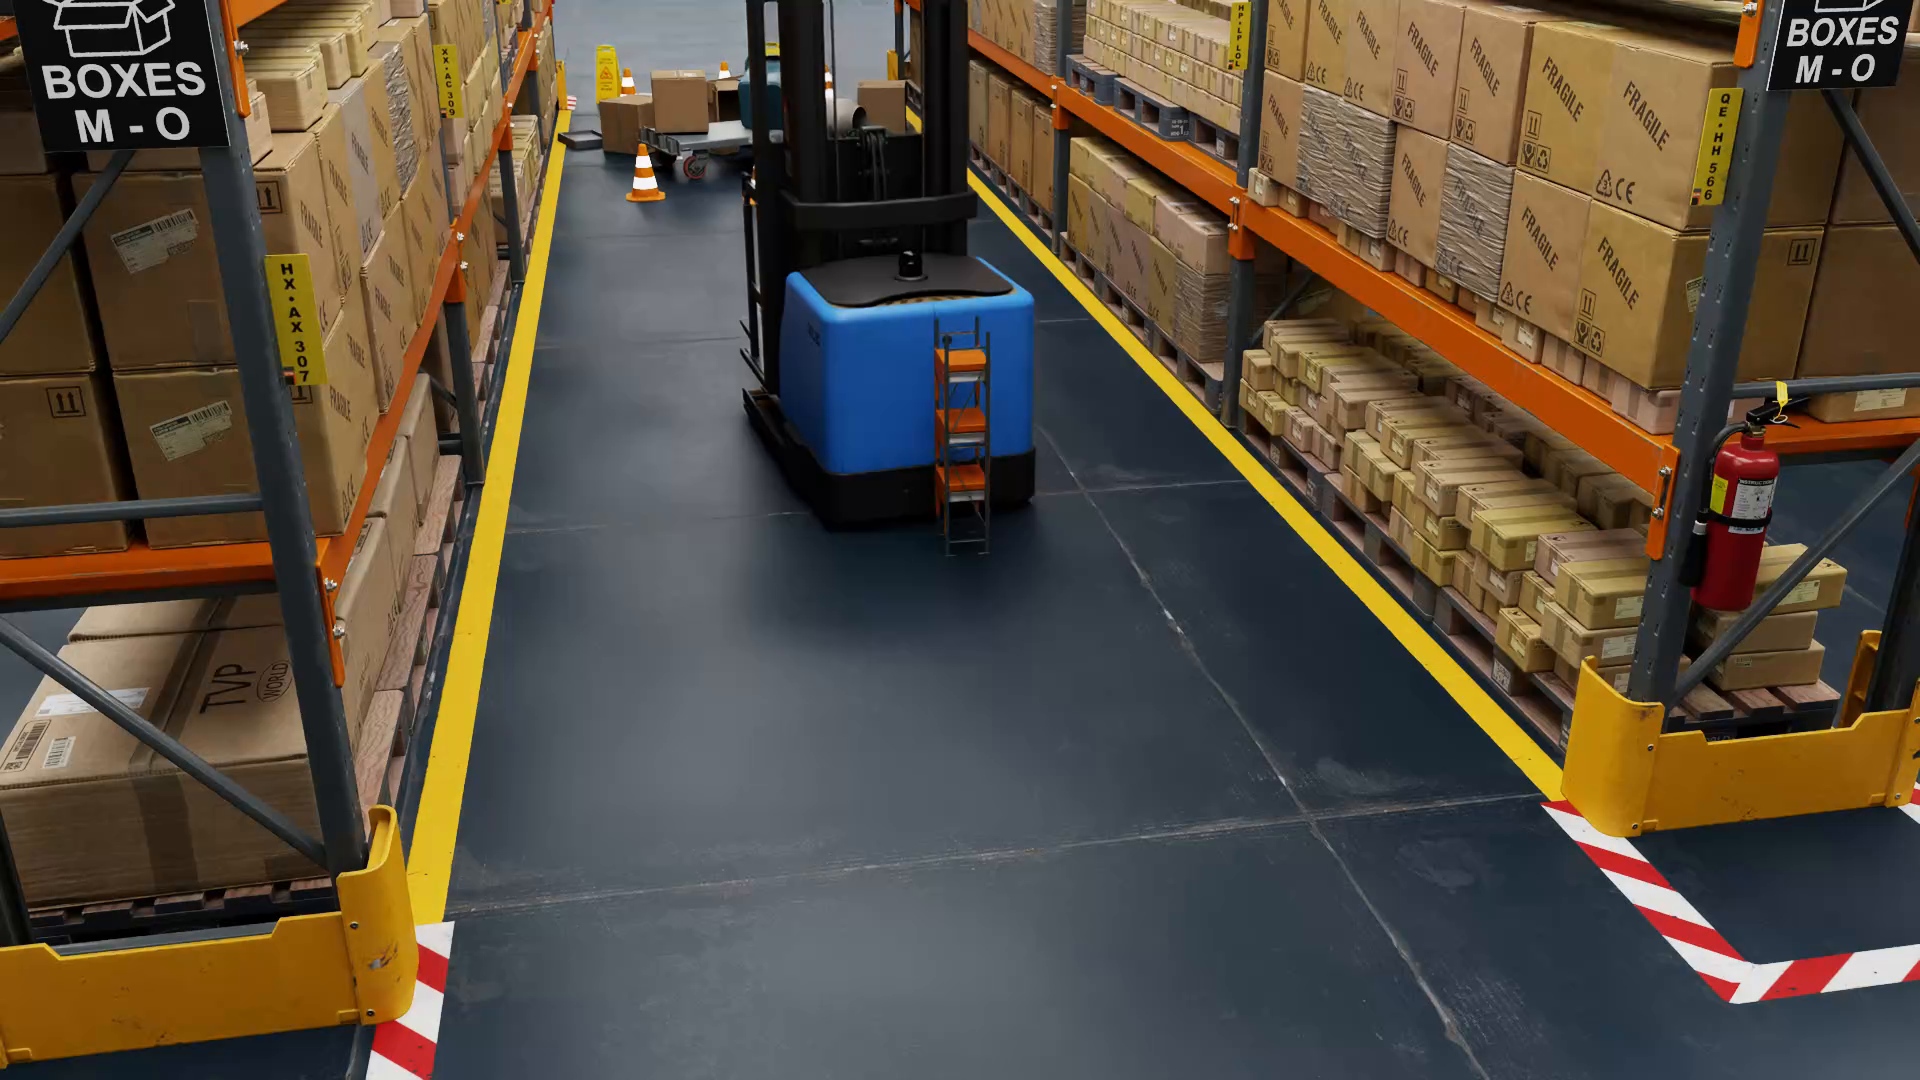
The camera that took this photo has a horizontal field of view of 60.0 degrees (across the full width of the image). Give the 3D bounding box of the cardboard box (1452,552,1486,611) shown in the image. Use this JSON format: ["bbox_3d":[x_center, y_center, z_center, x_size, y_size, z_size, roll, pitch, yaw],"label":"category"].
[{"bbox_3d":[2.215,0.155,6.684,0.380,0.149,0.250,-4,24,-9],"label":"cardboard box"}]

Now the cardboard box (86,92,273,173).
[{"bbox_3d":[-1.952,-1.022,4.158,0.380,0.149,0.250,-4,24,-9],"label":"cardboard box"}]

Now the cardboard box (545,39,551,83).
[{"bbox_3d":[-4.527,-4.930,17.265,0.500,0.500,0.500,-5,24,-11],"label":"cardboard box"}]

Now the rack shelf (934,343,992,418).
[{"bbox_3d":[0.010,-0.710,7.382,0.215,0.259,0.240,-4,24,-10],"label":"rack shelf"}]

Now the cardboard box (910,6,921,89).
[{"bbox_3d":[-0.081,-5.717,19.223,0.875,0.875,0.875,-4,24,-9],"label":"cardboard box"}]

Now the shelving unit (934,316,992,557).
[{"bbox_3d":[0.010,-0.460,7.492,0.215,1.050,0.252,-4,24,-10],"label":"shelving unit"}]

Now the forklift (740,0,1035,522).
[{"bbox_3d":[-0.577,-1.990,8.644,1.130,2.935,3.031,-7,25,-16],"label":"forklift"}]

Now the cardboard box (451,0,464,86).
[{"bbox_3d":[-2.818,-2.531,8.423,0.500,0.500,0.500,-4,24,-10],"label":"cardboard box"}]

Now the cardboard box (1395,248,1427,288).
[{"bbox_3d":[2.065,-1.173,7.002,0.380,0.149,0.250,-3,24,-8],"label":"cardboard box"}]

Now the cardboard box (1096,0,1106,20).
[{"bbox_3d":[1.155,-3.662,11.433,0.380,0.149,0.250,-5,24,-11],"label":"cardboard box"}]

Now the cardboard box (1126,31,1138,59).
[{"bbox_3d":[1.297,-3.214,10.778,0.380,0.149,0.250,-4,24,-10],"label":"cardboard box"}]

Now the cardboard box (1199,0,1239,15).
[{"bbox_3d":[1.842,-3.603,11.297,0.380,0.149,0.250,-4,24,-8],"label":"cardboard box"}]

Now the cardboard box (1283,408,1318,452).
[{"bbox_3d":[1.846,-0.561,8.323,0.380,0.149,0.250,-4,24,-10],"label":"cardboard box"}]

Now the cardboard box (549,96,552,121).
[{"bbox_3d":[-4.432,-4.383,16.949,0.500,0.250,0.500,-5,24,-10],"label":"cardboard box"}]

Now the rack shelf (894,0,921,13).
[{"bbox_3d":[0.099,-5.644,17.824,1.077,0.370,4.000,-4,24,-10],"label":"rack shelf"}]

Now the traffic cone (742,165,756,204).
[{"bbox_3d":[-1.736,-3.194,14.486,0.336,0.463,0.334,-4,24,-10],"label":"traffic cone"}]

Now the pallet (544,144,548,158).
[{"bbox_3d":[-4.537,-3.765,16.106,1.003,0.211,1.213,-4,24,-10],"label":"pallet"}]

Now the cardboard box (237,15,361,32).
[{"bbox_3d":[-2.294,-1.735,5.790,0.380,0.149,0.250,-4,24,-10],"label":"cardboard box"}]

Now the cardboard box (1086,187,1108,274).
[{"bbox_3d":[1.184,-2.166,11.560,0.500,0.500,0.500,-4,24,-9],"label":"cardboard box"}]

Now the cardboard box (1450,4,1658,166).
[{"bbox_3d":[2.160,-1.672,6.085,0.500,0.500,0.500,-3,24,-7],"label":"cardboard box"}]

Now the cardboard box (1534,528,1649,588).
[{"bbox_3d":[2.350,0.082,6.109,0.380,0.149,0.250,-4,24,-9],"label":"cardboard box"}]

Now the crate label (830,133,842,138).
[{"bbox_3d":[-1.230,-4.020,16.782,0.250,0.136,0.298,18,29,36],"label":"crate label"}]

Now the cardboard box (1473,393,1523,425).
[{"bbox_3d":[2.583,-0.571,7.603,0.380,0.149,0.250,-5,24,-12],"label":"cardboard box"}]

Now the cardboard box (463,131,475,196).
[{"bbox_3d":[-2.817,-1.962,8.681,0.500,0.250,0.500,-5,24,-11],"label":"cardboard box"}]

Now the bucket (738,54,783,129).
[{"bbox_3d":[-1.823,-4.266,15.962,0.726,0.611,0.620,4,34,9],"label":"bucket"}]

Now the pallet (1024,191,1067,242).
[{"bbox_3d":[1.136,-2.652,13.557,1.003,0.211,1.213,-4,24,-10],"label":"pallet"}]

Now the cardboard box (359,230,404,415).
[{"bbox_3d":[-2.163,-0.715,5.515,0.500,0.500,0.500,-4,24,-10],"label":"cardboard box"}]

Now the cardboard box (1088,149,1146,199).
[{"bbox_3d":[1.191,-2.516,11.424,0.500,0.250,0.500,-5,24,-10],"label":"cardboard box"}]

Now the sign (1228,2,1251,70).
[{"bbox_3d":[1.403,-2.528,8.345,0.100,0.325,0.005,-4,24,-10],"label":"sign"}]

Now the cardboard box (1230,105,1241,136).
[{"bbox_3d":[1.680,-2.259,8.964,0.380,0.149,0.250,-5,24,-11],"label":"cardboard box"}]

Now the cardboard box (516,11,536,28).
[{"bbox_3d":[-4.121,-4.813,15.337,0.380,0.149,0.250,-4,24,-10],"label":"cardboard box"}]

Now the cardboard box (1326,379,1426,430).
[{"bbox_3d":[1.933,-0.633,7.744,0.380,0.149,0.250,-4,24,-9],"label":"cardboard box"}]

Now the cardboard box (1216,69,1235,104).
[{"bbox_3d":[1.630,-2.499,9.143,0.380,0.149,0.250,-4,24,-9],"label":"cardboard box"}]

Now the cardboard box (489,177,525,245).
[{"bbox_3d":[-3.733,-2.419,12.299,0.950,0.372,0.625,-6,24,-13],"label":"cardboard box"}]

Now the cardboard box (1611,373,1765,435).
[{"bbox_3d":[2.349,-0.459,5.368,0.380,0.149,0.250,-4,24,-10],"label":"cardboard box"}]

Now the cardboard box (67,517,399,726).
[{"bbox_3d":[-2.556,0.309,5.971,0.875,0.438,0.875,-4,24,-8],"label":"cardboard box"}]

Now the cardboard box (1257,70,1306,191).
[{"bbox_3d":[1.792,-2.009,8.106,0.500,0.500,0.500,-5,24,-11],"label":"cardboard box"}]

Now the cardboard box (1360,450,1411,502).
[{"bbox_3d":[1.996,-0.291,7.335,0.380,0.149,0.250,-4,24,-9],"label":"cardboard box"}]

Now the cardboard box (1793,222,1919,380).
[{"bbox_3d":[2.876,-0.846,5.443,0.500,0.500,0.500,-3,24,-7],"label":"cardboard box"}]

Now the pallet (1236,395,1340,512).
[{"bbox_3d":[2.107,-0.501,8.633,1.003,0.211,1.213,-4,24,-10],"label":"pallet"}]

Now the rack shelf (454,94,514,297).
[{"bbox_3d":[-3.268,-2.091,9.689,1.077,0.370,4.000,-4,24,-10],"label":"rack shelf"}]

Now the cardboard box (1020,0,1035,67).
[{"bbox_3d":[0.770,-4.013,13.066,0.500,0.500,0.500,-4,24,-10],"label":"cardboard box"}]

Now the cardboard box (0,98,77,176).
[{"bbox_3d":[-2.422,-0.989,4.081,0.380,0.149,0.250,-4,24,-9],"label":"cardboard box"}]

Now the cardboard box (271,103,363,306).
[{"bbox_3d":[-2.070,-0.978,4.866,0.500,0.500,0.500,-5,24,-11],"label":"cardboard box"}]

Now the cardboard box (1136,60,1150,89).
[{"bbox_3d":[1.339,-2.979,10.612,0.380,0.149,0.250,-4,24,-9],"label":"cardboard box"}]

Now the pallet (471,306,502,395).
[{"bbox_3d":[-3.344,-1.135,10.085,1.003,0.211,1.213,-4,24,-10],"label":"pallet"}]

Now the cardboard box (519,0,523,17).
[{"bbox_3d":[-3.897,-4.473,14.032,0.380,0.149,0.250,-5,24,-11],"label":"cardboard box"}]

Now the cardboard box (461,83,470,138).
[{"bbox_3d":[-2.827,-2.192,8.583,0.500,0.250,0.500,-4,24,-9],"label":"cardboard box"}]

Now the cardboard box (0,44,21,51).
[{"bbox_3d":[-9.400,-4.820,16.700,0.500,0.250,0.500,-4,24,-9],"label":"cardboard box"}]

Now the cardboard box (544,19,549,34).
[{"bbox_3d":[-4.536,-5.393,17.514,0.380,0.149,0.250,-4,24,-9],"label":"cardboard box"}]

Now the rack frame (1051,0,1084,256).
[{"bbox_3d":[1.208,-3.614,12.276,1.000,3.000,0.127,-4,24,-10],"label":"rack frame"}]

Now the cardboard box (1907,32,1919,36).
[{"bbox_3d":[6.298,-2.977,10.695,0.500,0.500,0.500,-5,24,-10],"label":"cardboard box"}]

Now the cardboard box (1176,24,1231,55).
[{"bbox_3d":[1.494,-2.941,9.783,0.380,0.149,0.250,-5,24,-11],"label":"cardboard box"}]

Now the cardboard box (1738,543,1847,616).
[{"bbox_3d":[2.924,0.143,5.968,0.380,0.149,0.250,-5,24,-12],"label":"cardboard box"}]
